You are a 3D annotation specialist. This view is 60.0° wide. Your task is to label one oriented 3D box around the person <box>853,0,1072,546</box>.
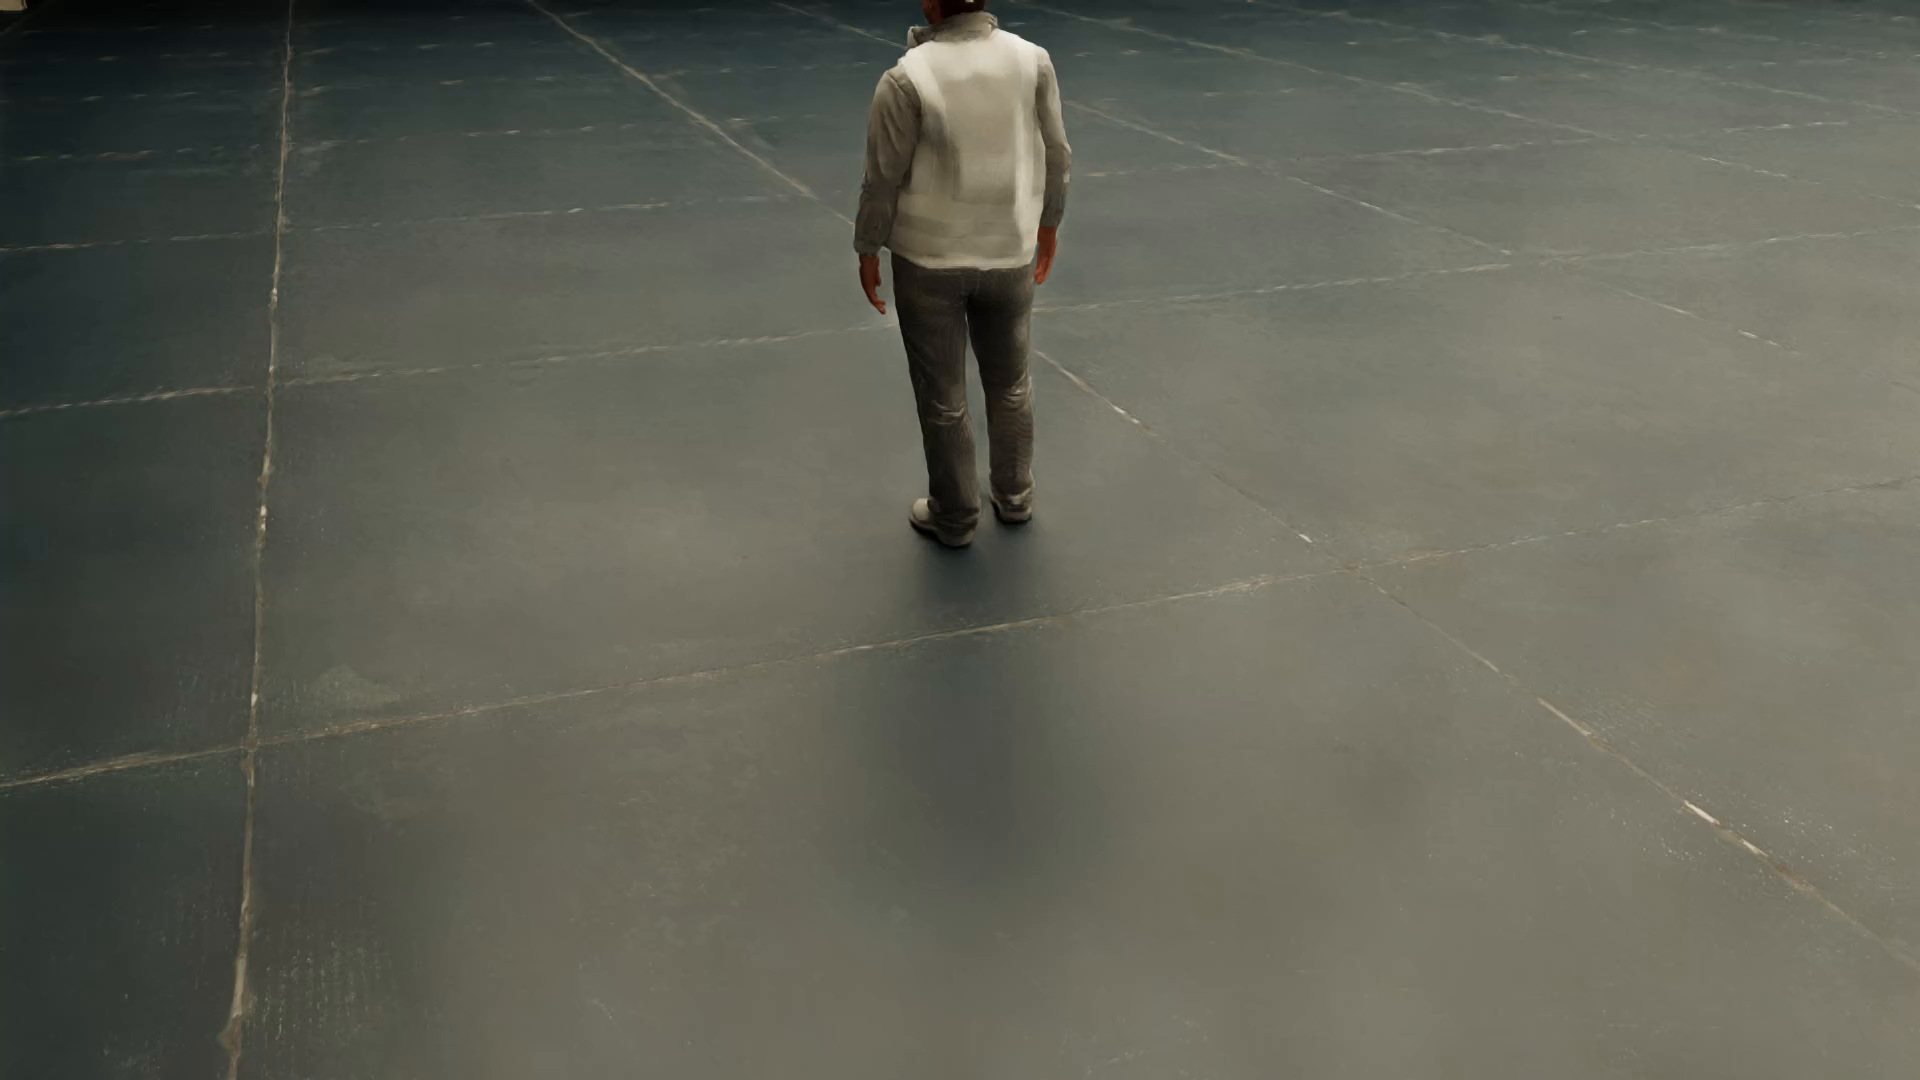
[{"bbox_3d":[-0.014,-0.848,4.789,0.632,1.773,0.567,-8,24,-18],"label":"person"}]
